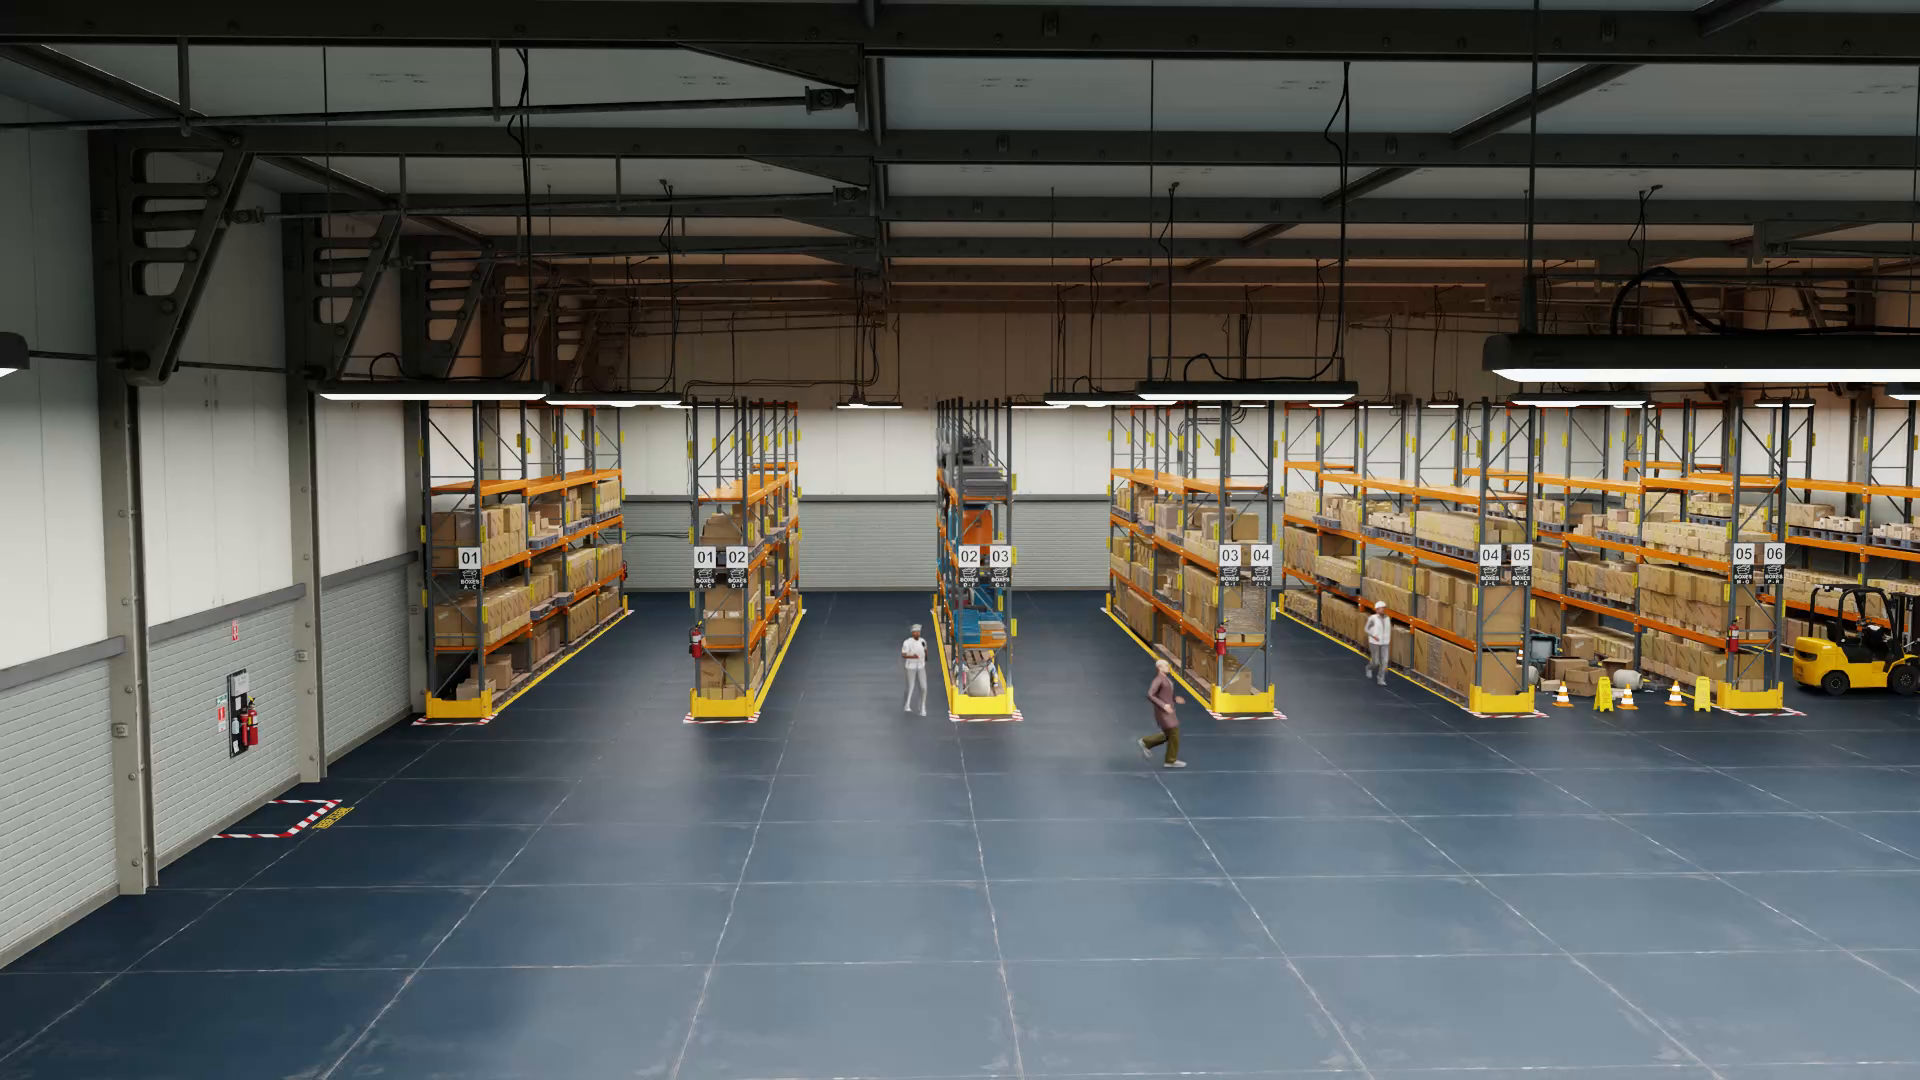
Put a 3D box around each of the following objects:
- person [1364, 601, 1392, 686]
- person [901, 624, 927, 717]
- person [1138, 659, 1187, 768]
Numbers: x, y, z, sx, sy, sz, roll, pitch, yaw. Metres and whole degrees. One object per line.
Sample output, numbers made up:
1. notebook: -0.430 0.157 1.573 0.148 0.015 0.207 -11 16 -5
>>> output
1. person: 8.797 2.153 34.913 0.656 1.748 0.752 -1 5 -12
2. person: -0.837 2.467 31.390 0.582 1.782 0.670 -2 5 -20
3. person: 3.255 2.785 26.790 0.833 1.736 0.716 2 5 21
